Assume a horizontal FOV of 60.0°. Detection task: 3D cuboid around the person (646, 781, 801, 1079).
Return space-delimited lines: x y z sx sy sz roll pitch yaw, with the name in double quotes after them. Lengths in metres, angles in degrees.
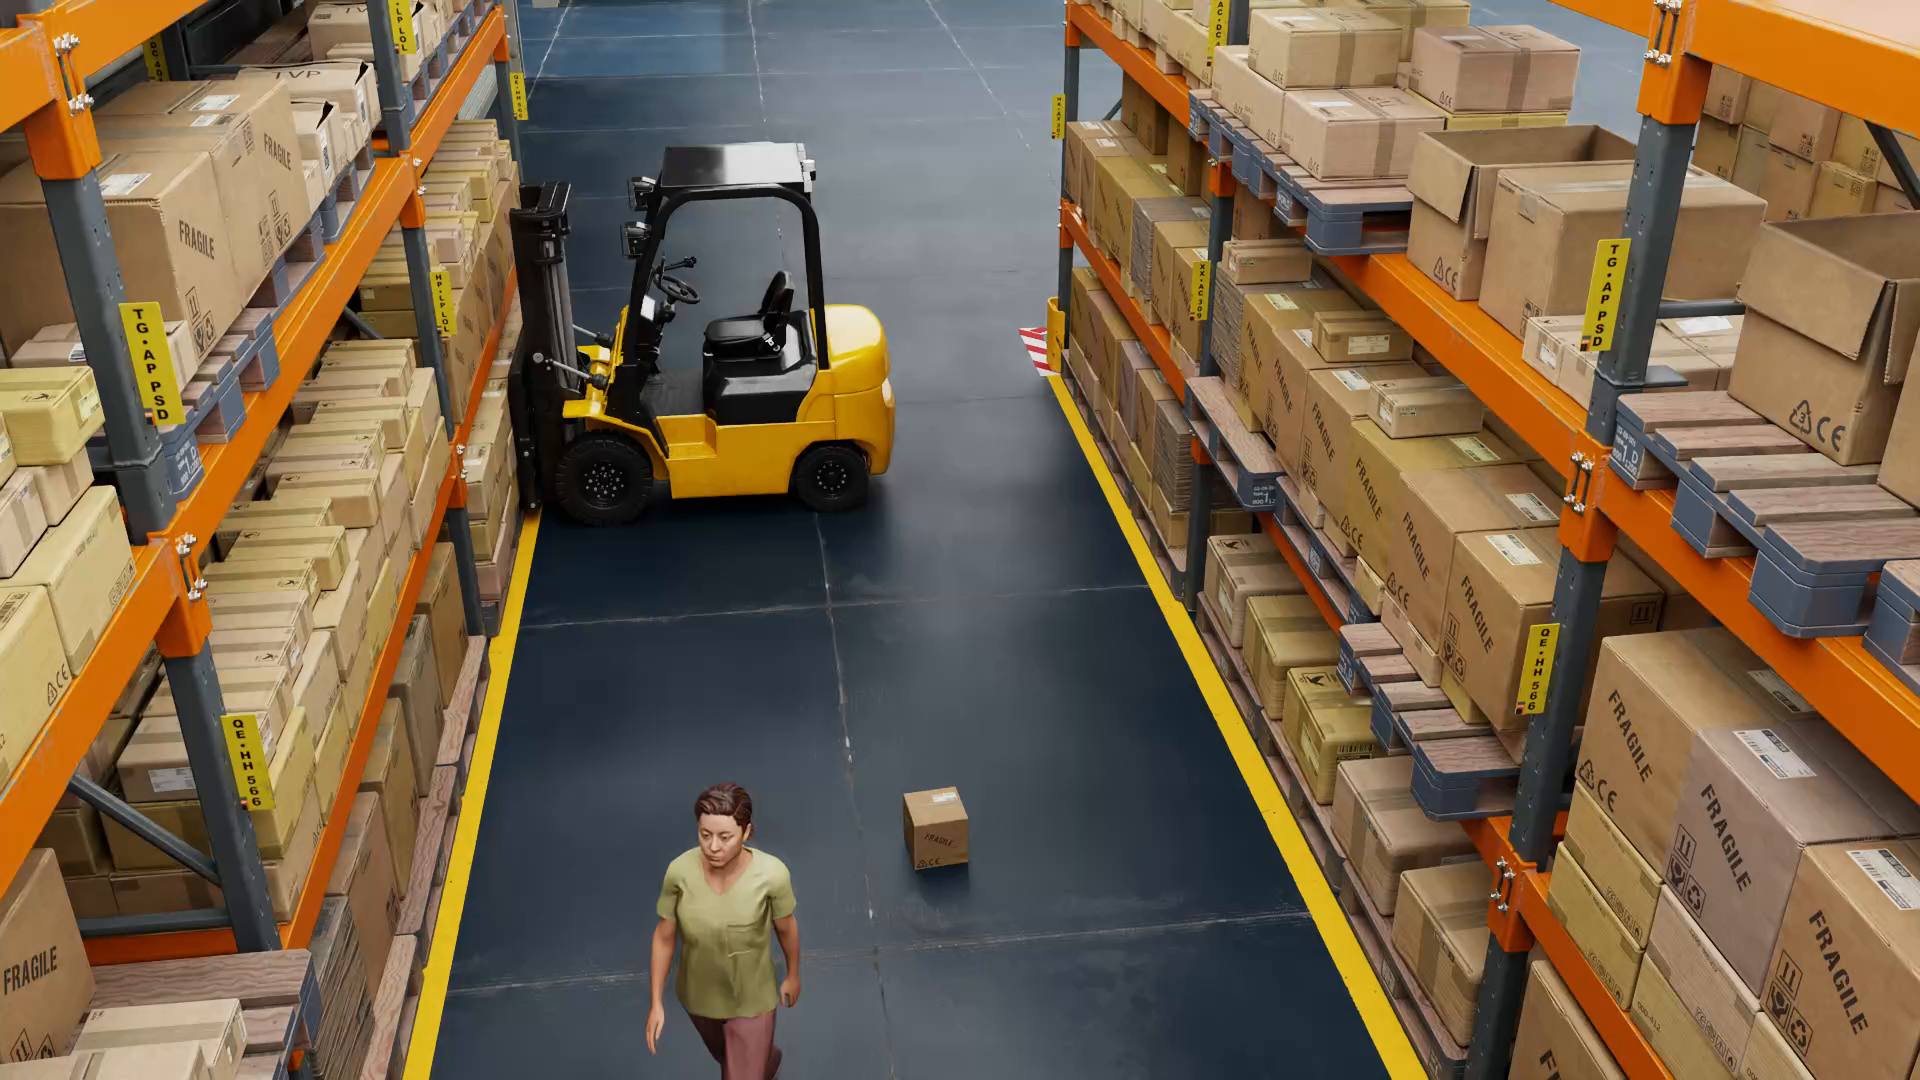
-0.807 1.559 5.598 0.457 1.615 1.027 5 28 10 "person"
